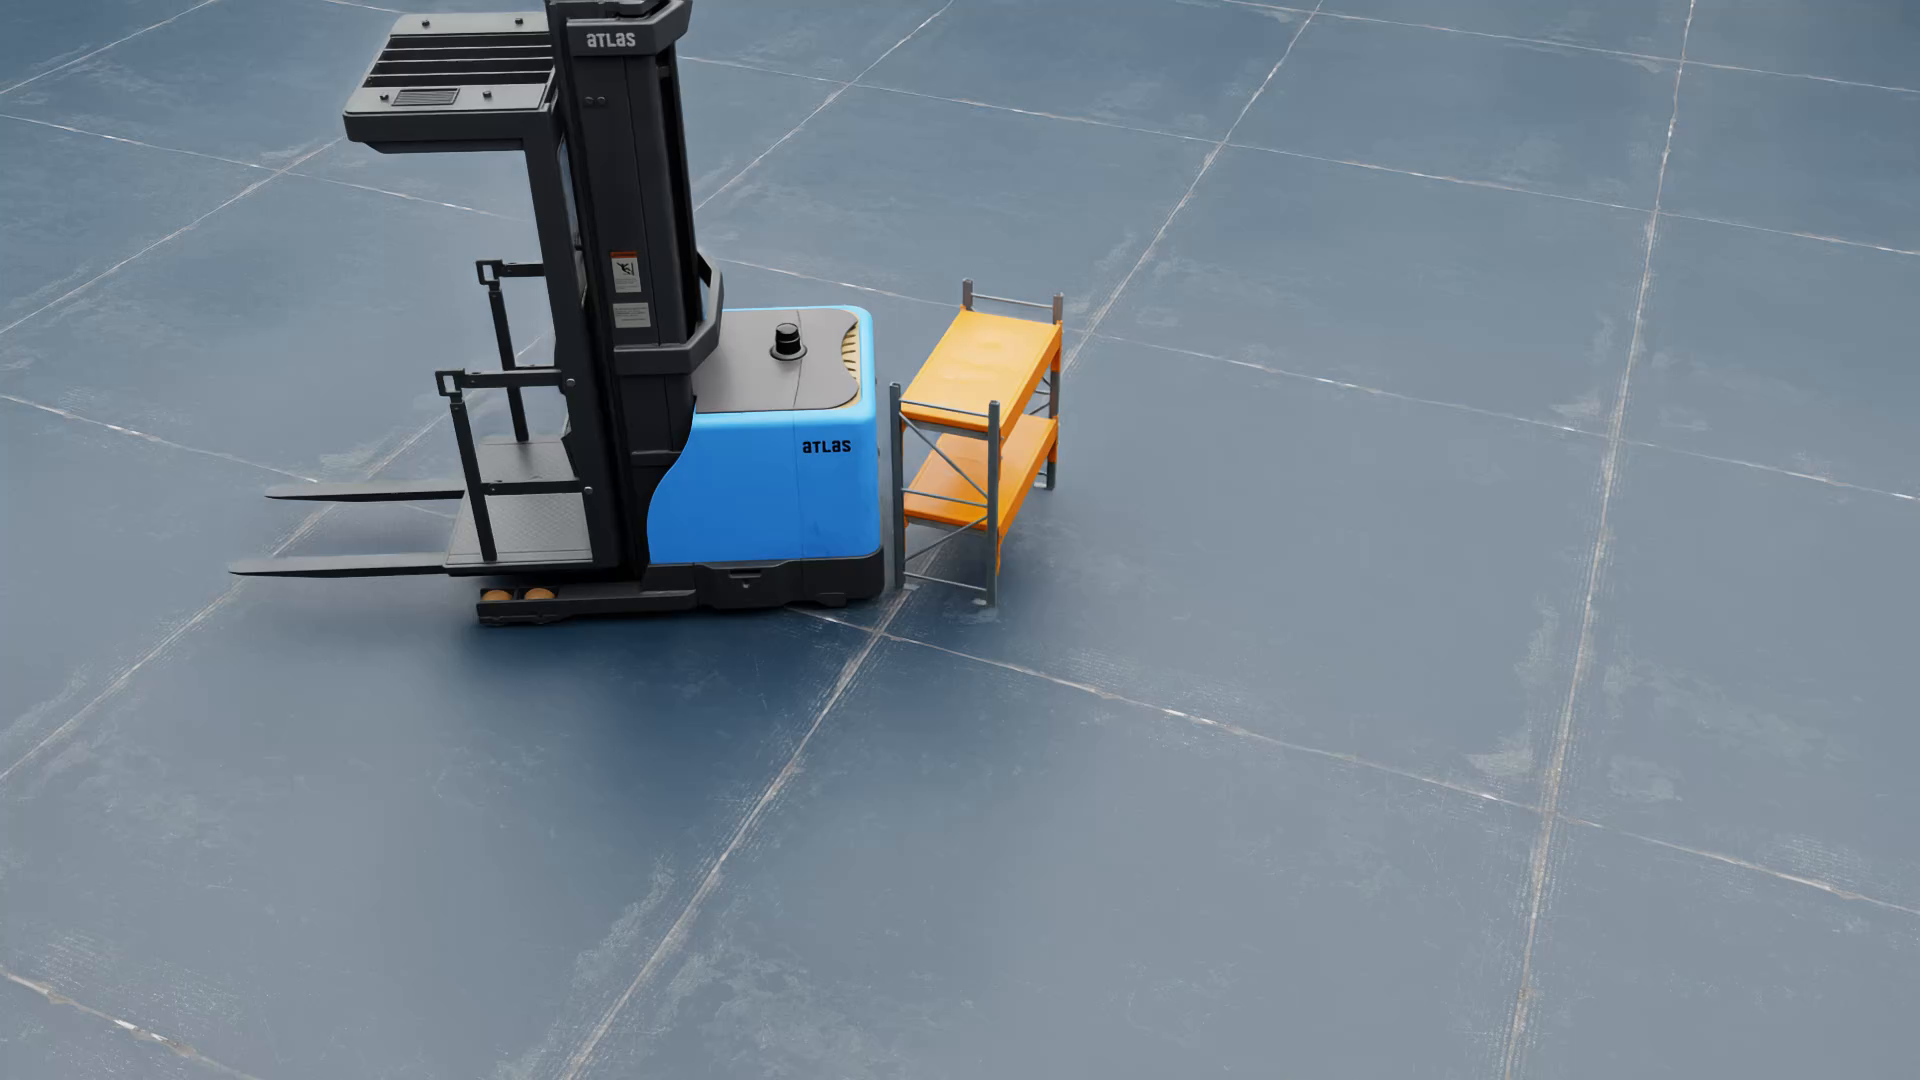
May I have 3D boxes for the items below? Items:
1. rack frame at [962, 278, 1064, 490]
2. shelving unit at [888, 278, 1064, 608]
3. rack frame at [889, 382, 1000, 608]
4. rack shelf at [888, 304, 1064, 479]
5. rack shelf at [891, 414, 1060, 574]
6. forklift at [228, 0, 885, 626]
[{"bbox_3d":[0.254,-0.766,8.335,0.500,1.125,0.032,11,38,15],"label":"rack frame"},{"bbox_3d":[0.093,-0.477,7.949,0.538,1.125,1.048,11,38,15],"label":"shelving unit"},{"bbox_3d":[-0.069,-0.188,7.562,0.500,1.125,0.032,11,38,15],"label":"rack frame"},{"bbox_3d":[0.093,-0.711,7.773,0.538,0.278,1.000,11,38,15],"label":"rack shelf"},{"bbox_3d":[0.093,-0.281,8.095,0.538,0.278,1.000,11,38,15],"label":"rack shelf"},{"bbox_3d":[-1.894,-1.104,7.279,3.031,2.935,1.130,-2,37,-3],"label":"forklift"}]
